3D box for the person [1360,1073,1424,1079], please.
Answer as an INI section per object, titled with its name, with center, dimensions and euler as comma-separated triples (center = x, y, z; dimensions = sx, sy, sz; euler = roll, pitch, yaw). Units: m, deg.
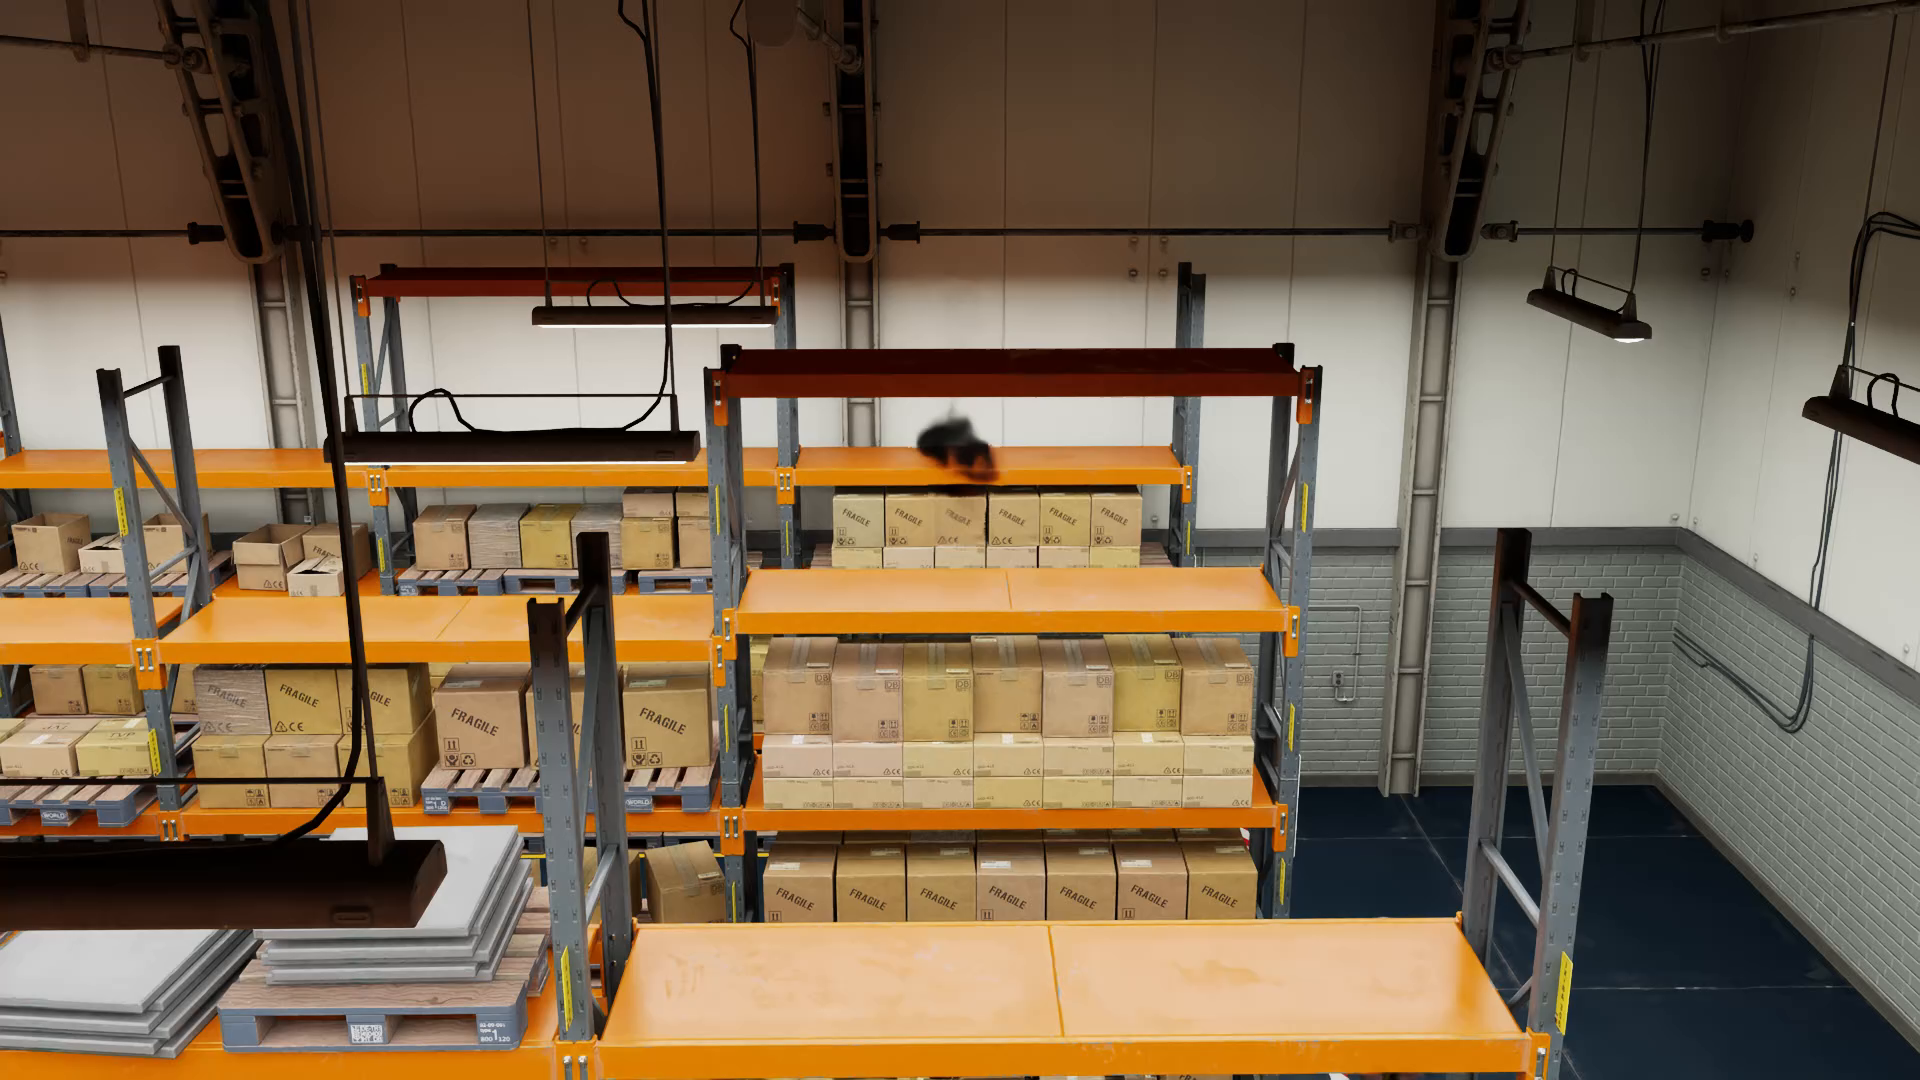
[person]
center = 3.203, 3.770, 12.540
dimensions = 0.753, 1.743, 0.771
euler = 4, 17, 12
